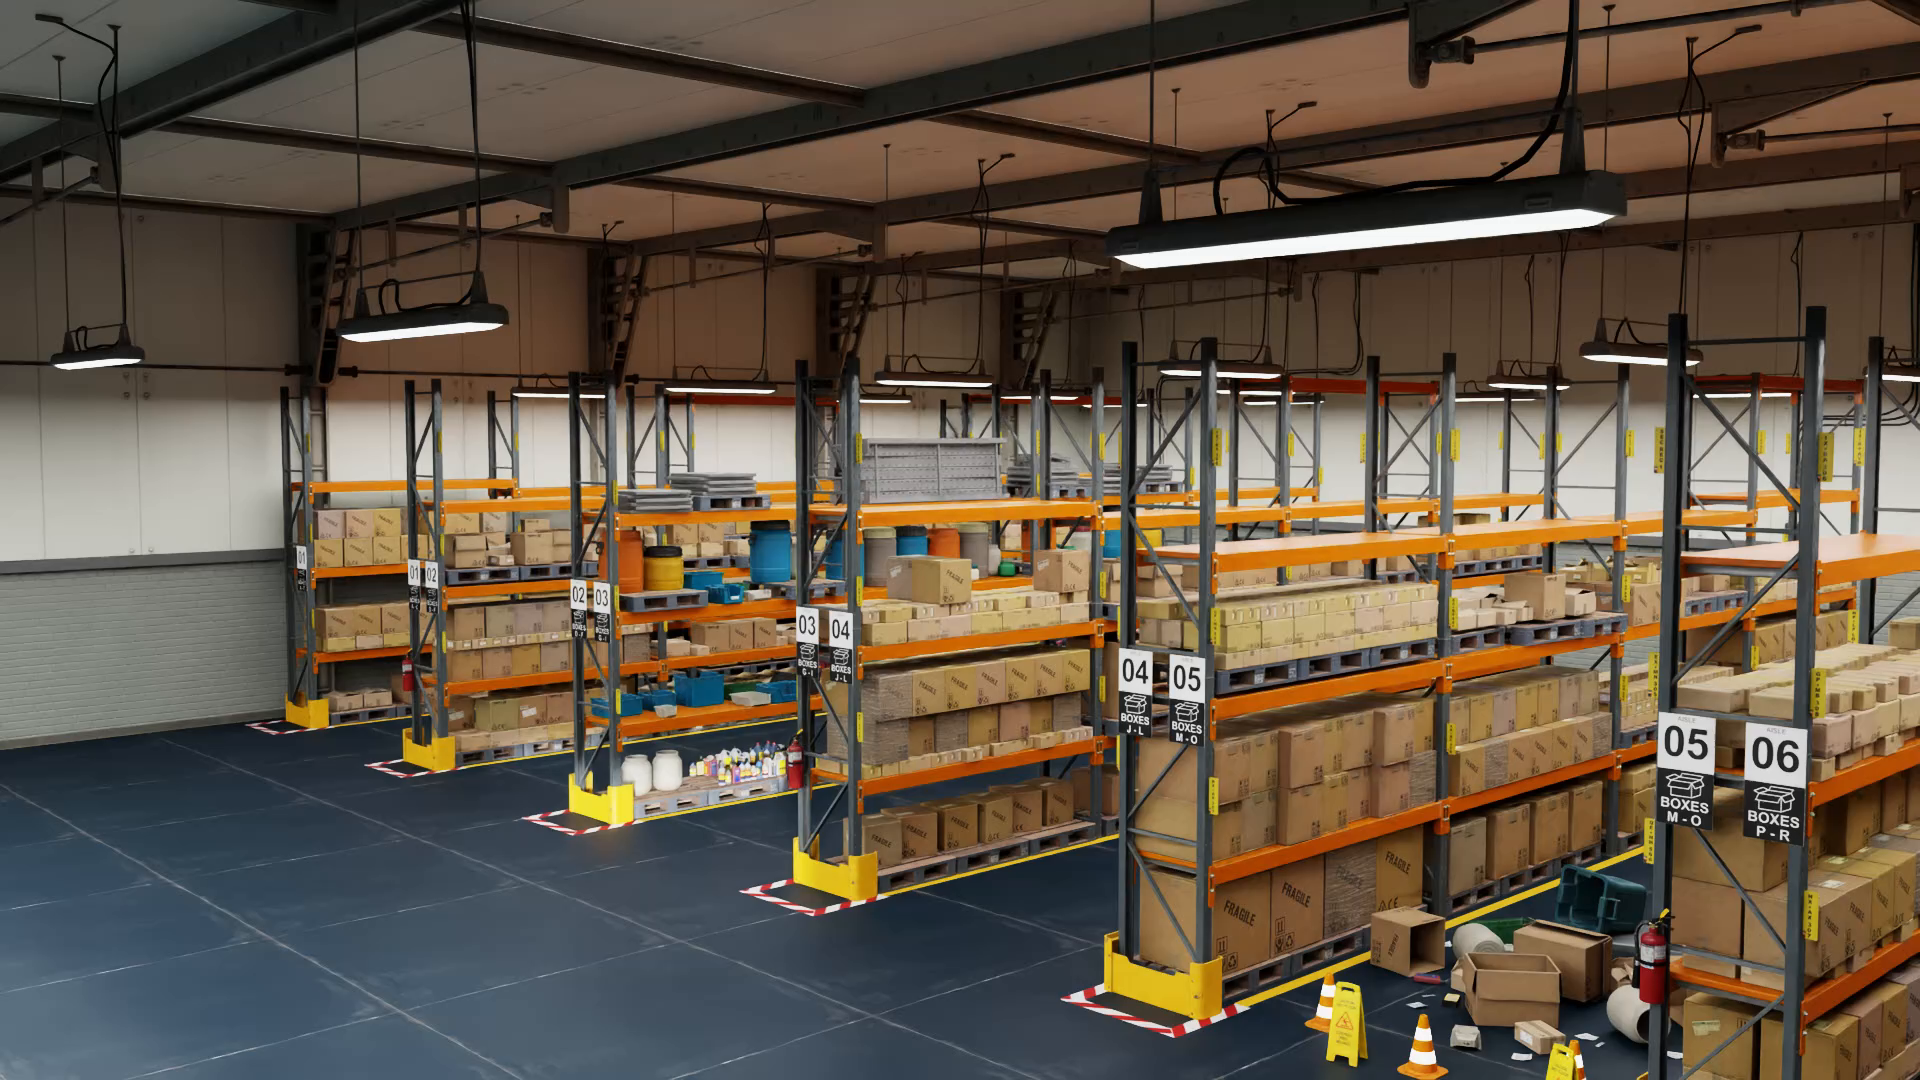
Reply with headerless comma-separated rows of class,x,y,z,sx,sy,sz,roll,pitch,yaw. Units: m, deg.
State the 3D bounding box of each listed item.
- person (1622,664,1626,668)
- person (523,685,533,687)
person,10.114,2.742,25.448,0.718,1.701,0.573,-3,5,-37
person,-7.402,2.463,28.673,0.718,1.735,0.782,3,5,37
